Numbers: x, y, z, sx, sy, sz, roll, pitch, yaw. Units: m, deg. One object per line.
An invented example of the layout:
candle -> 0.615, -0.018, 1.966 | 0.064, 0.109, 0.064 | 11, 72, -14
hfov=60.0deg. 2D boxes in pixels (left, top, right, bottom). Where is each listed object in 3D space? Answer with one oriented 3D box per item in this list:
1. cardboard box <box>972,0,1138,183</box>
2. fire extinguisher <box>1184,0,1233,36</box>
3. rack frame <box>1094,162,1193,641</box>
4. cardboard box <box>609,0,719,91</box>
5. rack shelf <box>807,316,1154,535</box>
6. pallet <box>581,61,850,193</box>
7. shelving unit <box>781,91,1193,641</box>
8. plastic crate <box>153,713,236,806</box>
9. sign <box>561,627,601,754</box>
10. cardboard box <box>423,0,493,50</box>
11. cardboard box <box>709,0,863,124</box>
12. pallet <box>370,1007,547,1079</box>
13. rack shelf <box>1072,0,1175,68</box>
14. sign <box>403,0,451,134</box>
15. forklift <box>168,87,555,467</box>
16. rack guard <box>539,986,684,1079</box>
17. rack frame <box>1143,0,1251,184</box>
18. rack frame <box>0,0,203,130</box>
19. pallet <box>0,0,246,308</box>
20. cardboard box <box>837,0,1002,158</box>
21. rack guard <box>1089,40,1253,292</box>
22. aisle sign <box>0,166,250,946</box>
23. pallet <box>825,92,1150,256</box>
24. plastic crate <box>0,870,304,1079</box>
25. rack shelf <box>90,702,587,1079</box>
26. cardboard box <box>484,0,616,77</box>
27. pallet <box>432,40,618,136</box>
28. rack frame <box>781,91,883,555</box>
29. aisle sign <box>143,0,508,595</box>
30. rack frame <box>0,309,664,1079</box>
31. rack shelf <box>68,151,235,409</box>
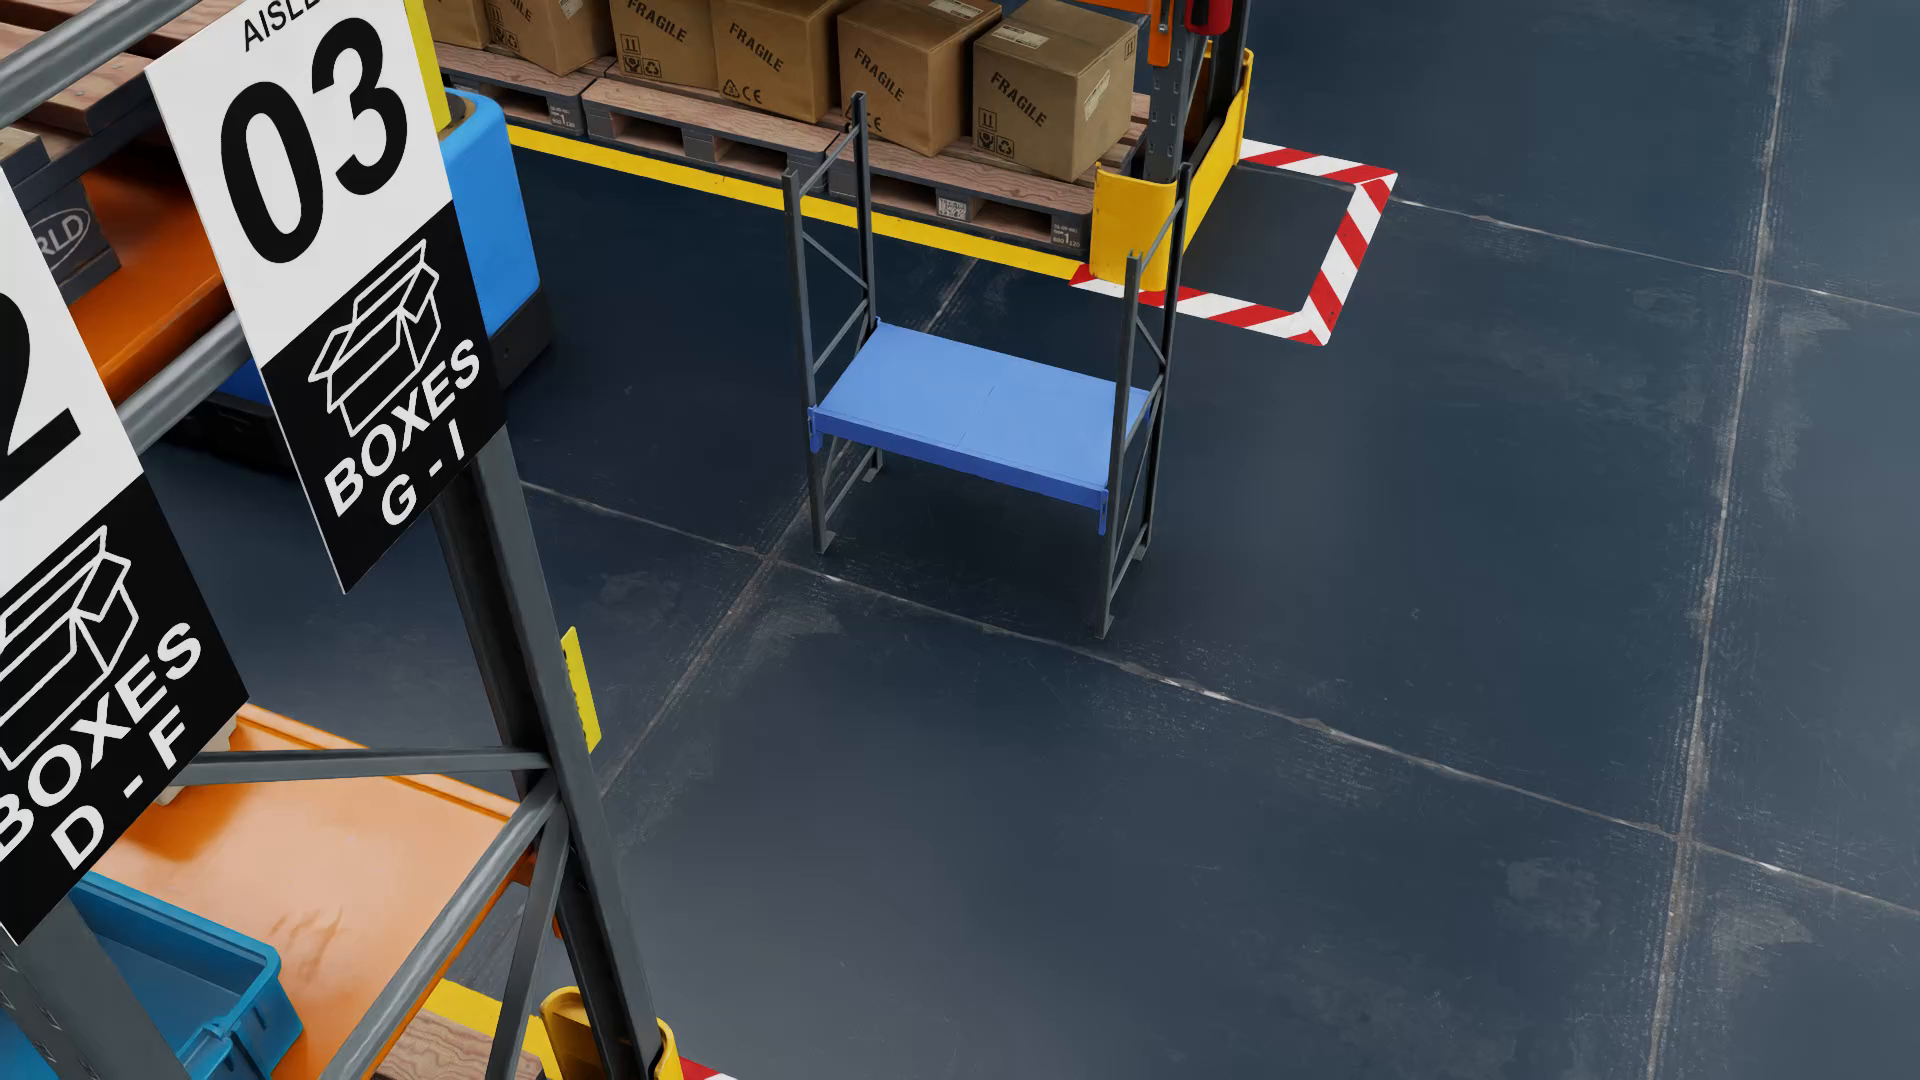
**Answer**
cardboard box -> 0.396, -1.908, 7.015 | 0.500, 0.500, 0.500 | 25, 50, 23
fire extinguisher -> 0.894, -2.106, 5.795 | 0.183, 0.674, 0.296 | 16, 47, 16
rack frame -> 0.548, -0.370, 5.059 | 0.032, 1.500, 0.500 | 16, 47, 16
cardboard box -> -1.238, -2.411, 7.521 | 0.500, 0.500, 0.500 | 13, 46, 12
rack shelf -> 0.079, -0.381, 5.325 | 1.000, 0.185, 0.538 | 16, 47, 16
pallet -> -0.963, -2.073, 7.684 | 1.213, 0.211, 1.003 | 16, 47, 16
shelving unit -> 0.079, -0.509, 5.198 | 1.048, 1.500, 0.538 | 16, 47, 16
plastic crate -> -1.643, 0.401, 3.408 | 0.250, 0.136, 0.298 | 16, 47, 16
sign -> -0.725, 0.304, 3.121 | 0.005, 0.325, 0.100 | 16, 47, 16
cardboard box -> -2.372, -2.679, 7.790 | 0.500, 0.500, 0.500 | 15, 47, 15
cardboard box -> -0.740, -2.230, 7.339 | 0.500, 0.500, 0.500 | 21, 48, 19
pallet -> -1.777, 1.534, 4.059 | 1.213, 0.211, 1.003 | 16, 47, 16
rack shelf -> -0.880, -2.753, 6.900 | 4.000, 0.370, 1.077 | 16, 47, 16
sign -> -0.725, -0.664, 2.158 | 0.005, 0.325, 0.100 | 16, 47, 16
forklift -> -3.141, -1.879, 5.560 | 3.031, 2.935, 1.130 | 16, 47, 15
rack guard -> -1.030, 1.656, 3.732 | 0.348, 0.500, 1.175 | 16, 47, 16
rack frame -> 0.966, -2.465, 6.100 | 0.127, 3.000, 1.000 | 16, 47, 16
rack frame -> -0.941, -1.367, 0.744 | 0.127, 3.000, 1.000 | 16, 47, 16
pallet -> -1.667, -0.525, 2.158 | 1.213, 0.211, 1.003 | 16, 47, 16
cardboard box -> -0.169, -2.048, 7.156 | 0.500, 0.500, 0.500 | 29, 52, 26
rack guard -> 0.895, -1.599, 7.003 | 0.348, 0.500, 1.175 | 16, 47, 16
aisle sign -> -0.989, 0.051, 1.729 | 0.004, 0.787, 0.394 | 16, 47, 16
pallet -> 0.159, -1.740, 7.350 | 1.213, 0.211, 1.003 | 16, 47, 16
plastic crate -> -1.518, 0.871, 2.853 | 0.616, 0.251, 0.499 | 16, 47, 16
rack shelf -> -2.787, 0.471, 3.660 | 4.000, 0.370, 1.077 | 16, 47, 16
cardboard box -> -1.841, -2.528, 7.639 | 0.500, 0.500, 0.500 | 32, 53, 28
pallet -> -2.093, -2.403, 8.015 | 1.213, 0.211, 1.003 | 16, 47, 16
rack frame -> -0.390, -0.647, 5.336 | 0.032, 1.500, 0.500 | 16, 47, 16
aisle sign -> -0.762, -0.333, 2.115 | 0.004, 0.787, 0.394 | 16, 47, 16
rack frame -> -0.941, 0.760, 2.860 | 0.127, 3.000, 1.000 | 16, 47, 16
rack shelf -> -2.787, -0.592, 2.602 | 4.000, 0.370, 1.077 | 16, 47, 16
